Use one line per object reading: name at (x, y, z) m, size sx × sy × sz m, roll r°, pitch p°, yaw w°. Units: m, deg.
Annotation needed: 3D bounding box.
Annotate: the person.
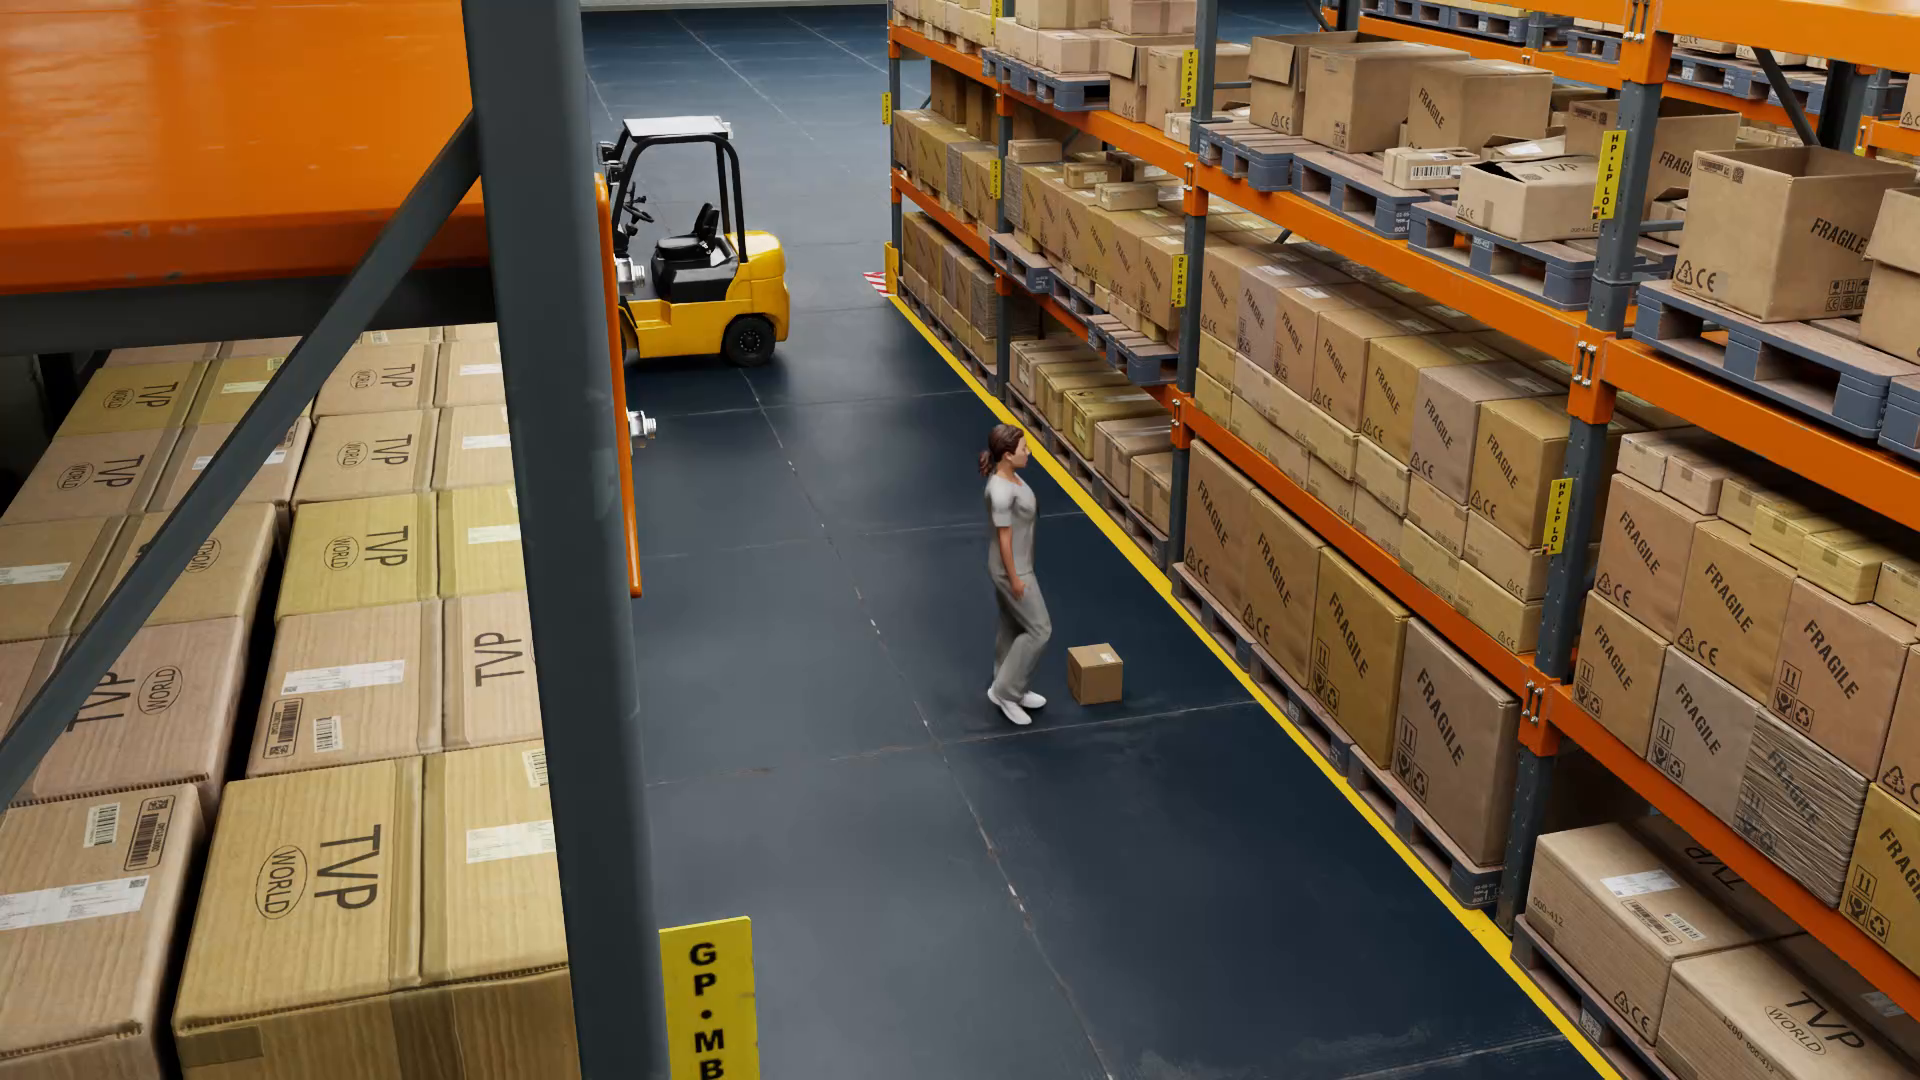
person at (0.299, 0.177, 9.194) m, size 0.433 × 1.698 × 0.465 m, roll 2°, pitch 23°, yaw 4°
